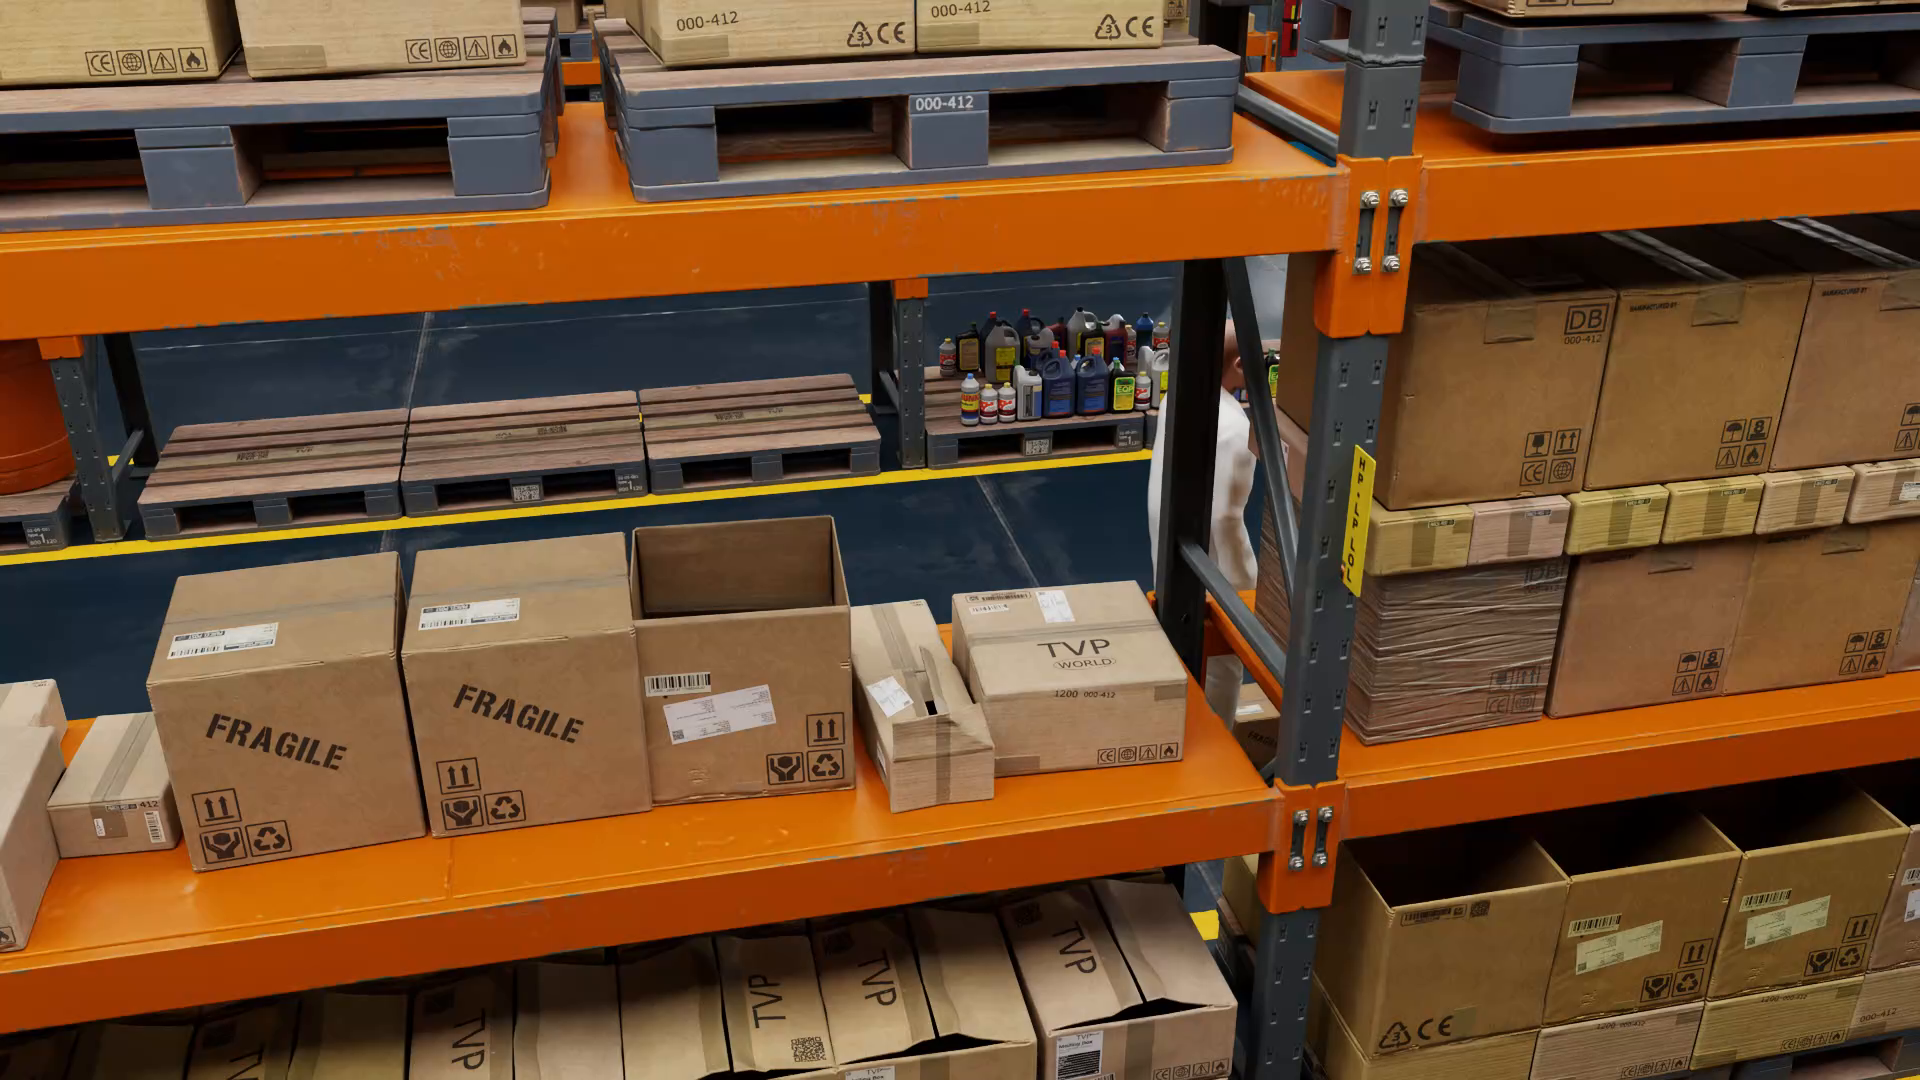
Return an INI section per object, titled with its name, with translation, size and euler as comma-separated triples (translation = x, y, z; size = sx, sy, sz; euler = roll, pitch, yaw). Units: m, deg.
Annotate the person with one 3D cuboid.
[person]
translation = 0.890, 0.063, 6.004
size = 0.419, 1.775, 0.655
euler = -7, 27, -13
